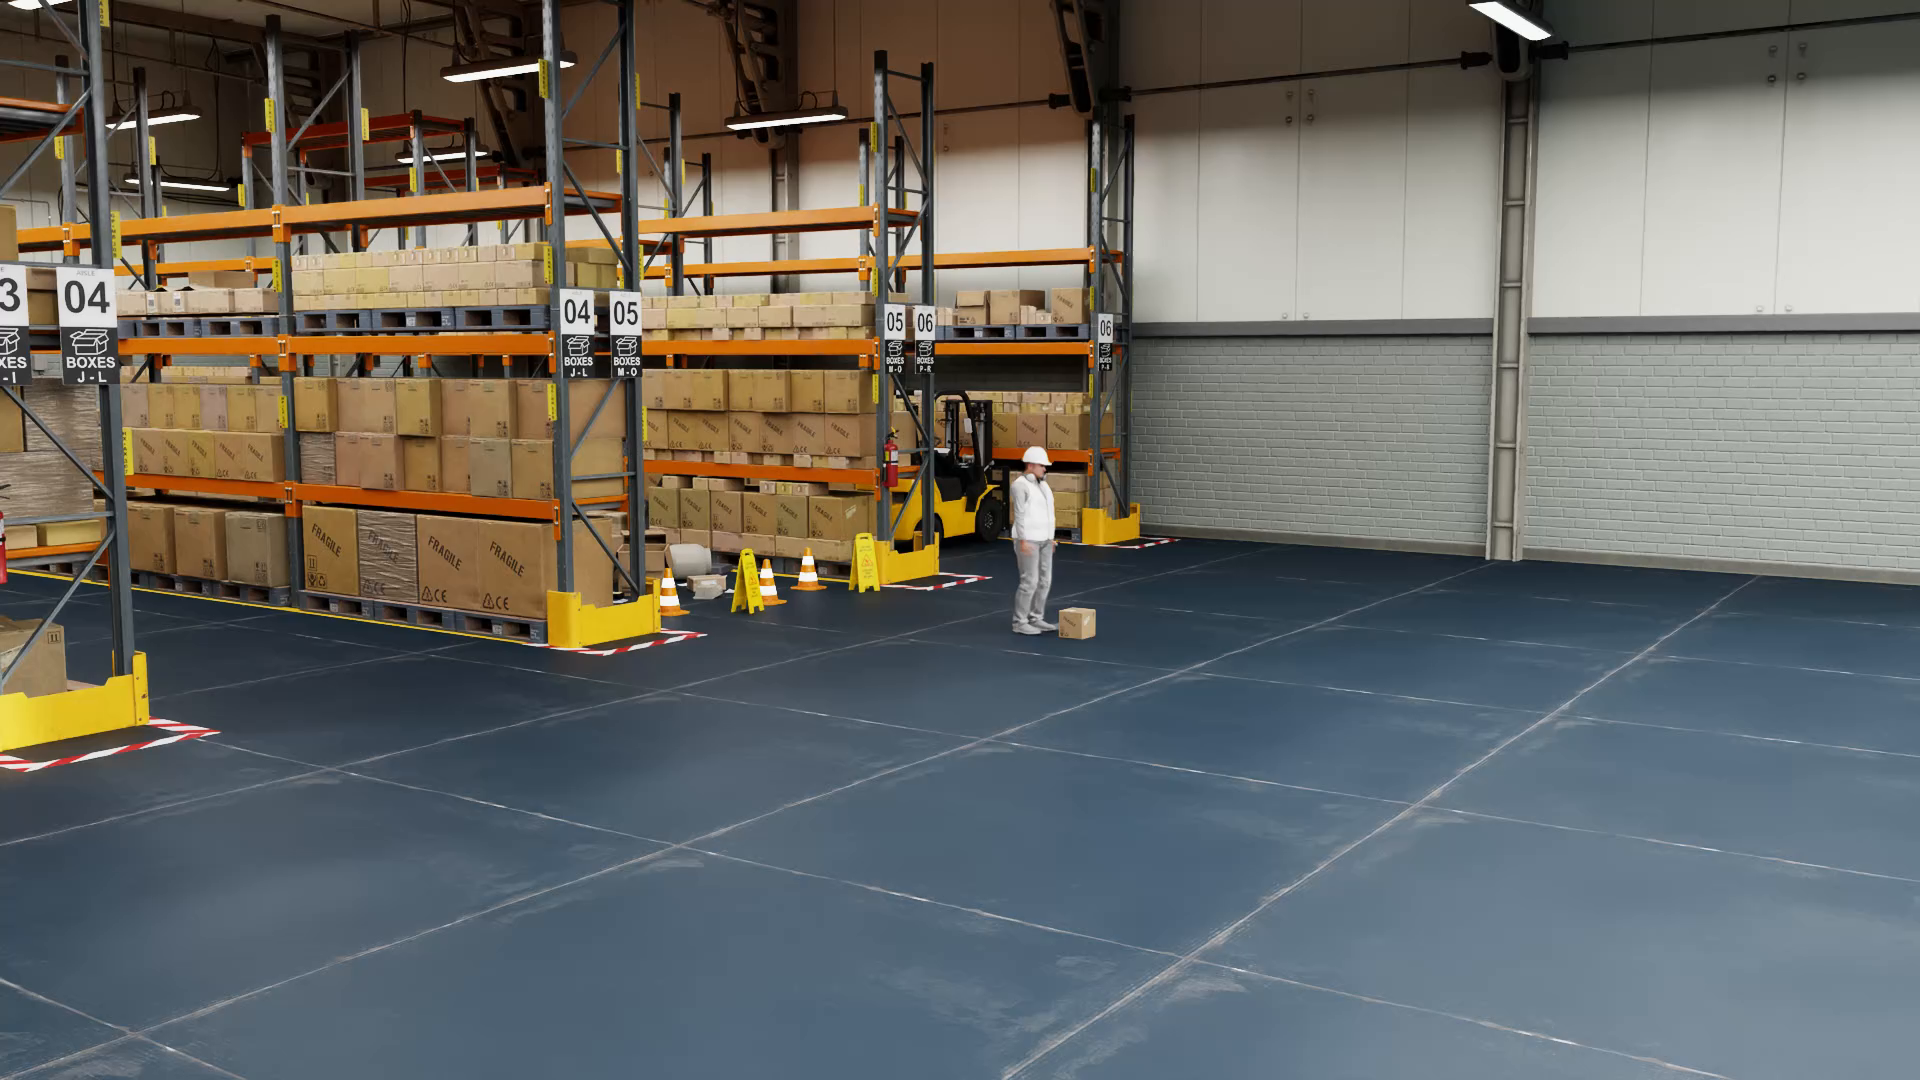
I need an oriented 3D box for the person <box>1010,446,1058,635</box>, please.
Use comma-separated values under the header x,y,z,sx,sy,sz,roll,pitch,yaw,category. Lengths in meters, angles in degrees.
x,y,z,sx,sy,sz,roll,pitch,yaw,category
0.703,-0.003,15.735,0.357,1.765,0.533,4,8,35,person
